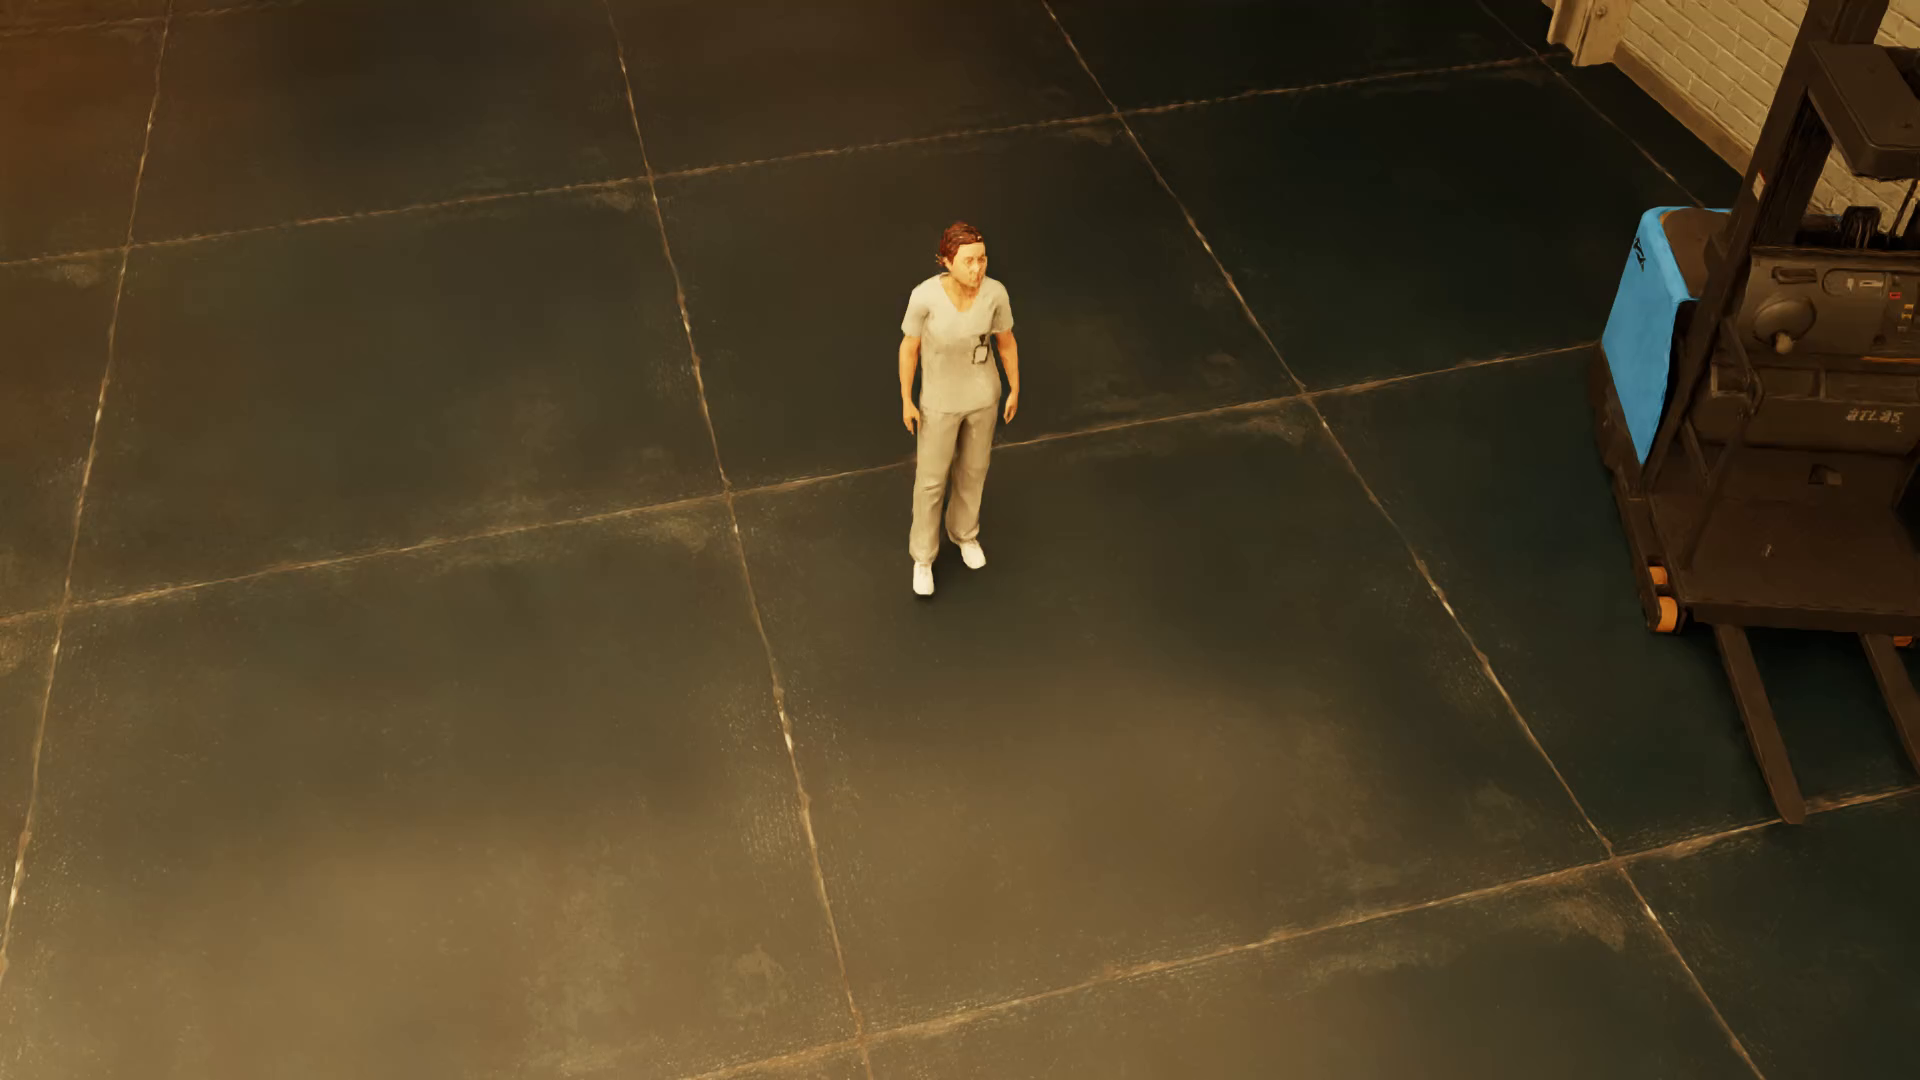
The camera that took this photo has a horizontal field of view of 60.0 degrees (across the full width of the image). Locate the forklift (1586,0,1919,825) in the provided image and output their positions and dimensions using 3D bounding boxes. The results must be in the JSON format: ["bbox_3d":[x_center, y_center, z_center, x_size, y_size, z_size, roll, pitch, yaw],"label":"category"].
[{"bbox_3d":[3.615,-0.842,6.536,1.130,2.935,3.031,4,44,4],"label":"forklift"}]

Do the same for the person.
[{"bbox_3d":[0.006,-0.563,7.144,0.550,1.674,0.548,-10,44,-11],"label":"person"}]
